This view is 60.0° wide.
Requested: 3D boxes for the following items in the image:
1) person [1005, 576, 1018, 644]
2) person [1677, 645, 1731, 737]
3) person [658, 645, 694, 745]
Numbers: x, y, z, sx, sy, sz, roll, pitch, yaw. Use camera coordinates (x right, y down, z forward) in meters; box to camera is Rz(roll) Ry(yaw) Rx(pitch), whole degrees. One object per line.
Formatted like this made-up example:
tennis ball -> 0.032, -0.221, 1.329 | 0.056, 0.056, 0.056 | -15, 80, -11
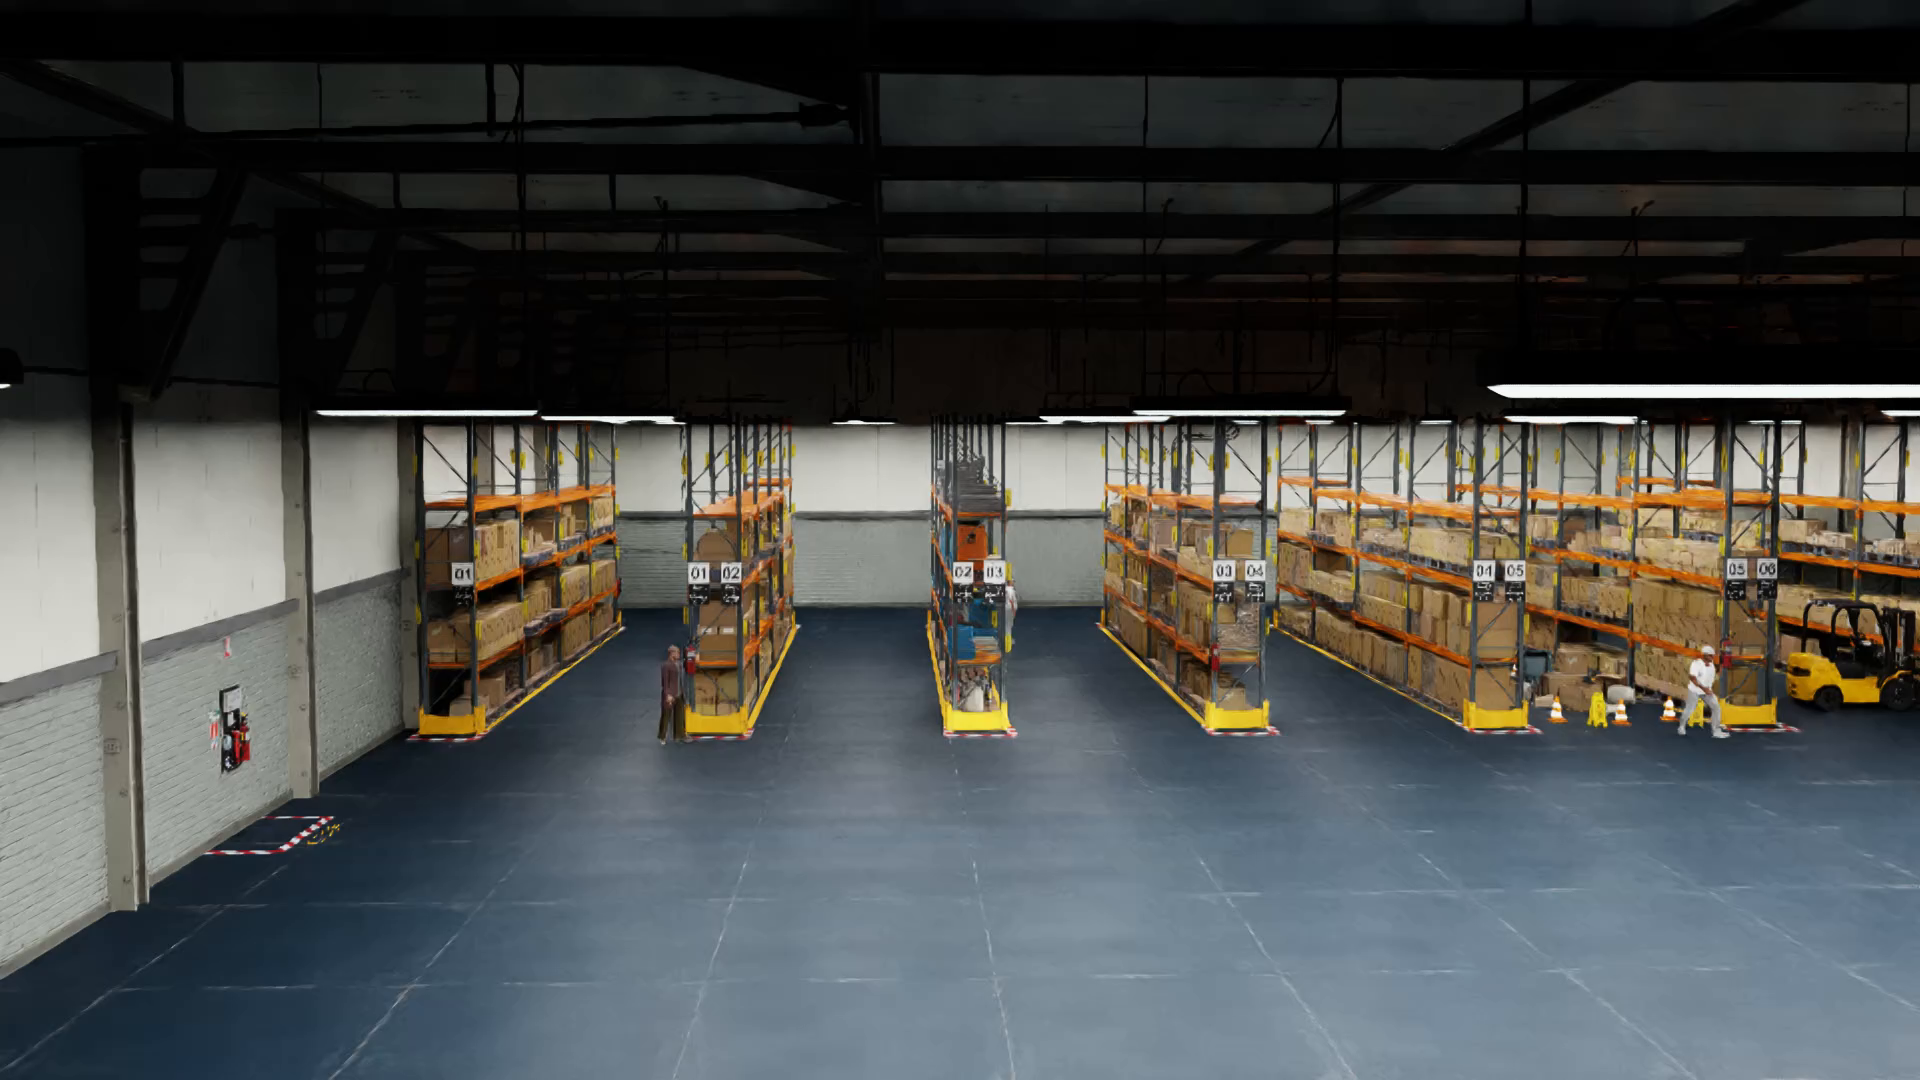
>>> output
person -> 1.337, 1.835, 43.986 | 0.420, 1.761, 0.651 | -1, 4, -14
person -> 13.665, 2.777, 30.647 | 0.708, 1.701, 0.797 | -2, 4, -22
person -> -5.178, 2.783, 29.958 | 0.515, 1.782, 0.673 | 2, 4, 24
